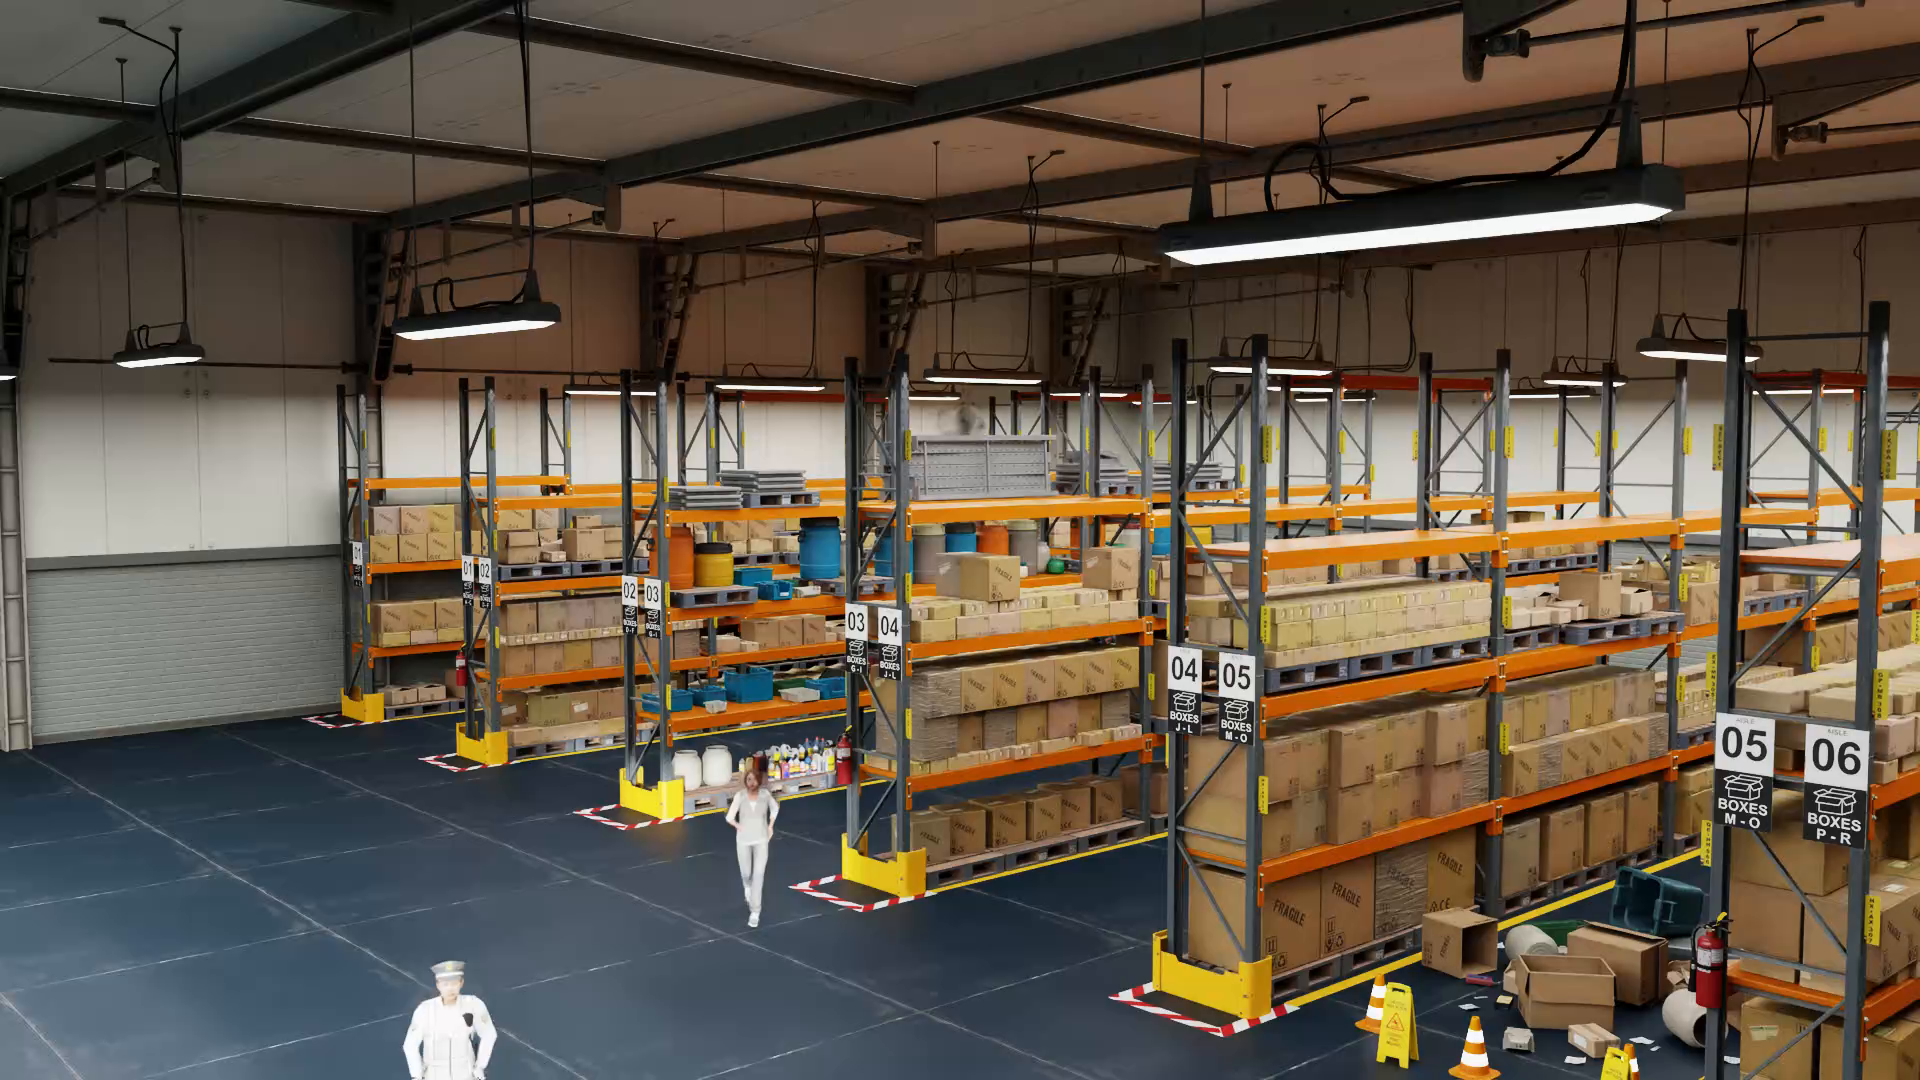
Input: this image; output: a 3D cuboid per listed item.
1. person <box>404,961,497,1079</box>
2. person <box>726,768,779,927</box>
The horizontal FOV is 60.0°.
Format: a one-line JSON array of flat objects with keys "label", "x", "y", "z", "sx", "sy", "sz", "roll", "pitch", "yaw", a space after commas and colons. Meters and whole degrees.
[{"label": "person", "x": -3.448, "y": 3.610, "z": 11.274, "sx": 0.603, "sy": 1.648, "sz": 0.593, "roll": -1, "pitch": 4, "yaw": -20}, {"label": "person", "x": -2.192, "y": 3.196, "z": 17.571, "sx": 0.546, "sy": 1.585, "sz": 0.899, "roll": 0, "pitch": 4, "yaw": -5}]
